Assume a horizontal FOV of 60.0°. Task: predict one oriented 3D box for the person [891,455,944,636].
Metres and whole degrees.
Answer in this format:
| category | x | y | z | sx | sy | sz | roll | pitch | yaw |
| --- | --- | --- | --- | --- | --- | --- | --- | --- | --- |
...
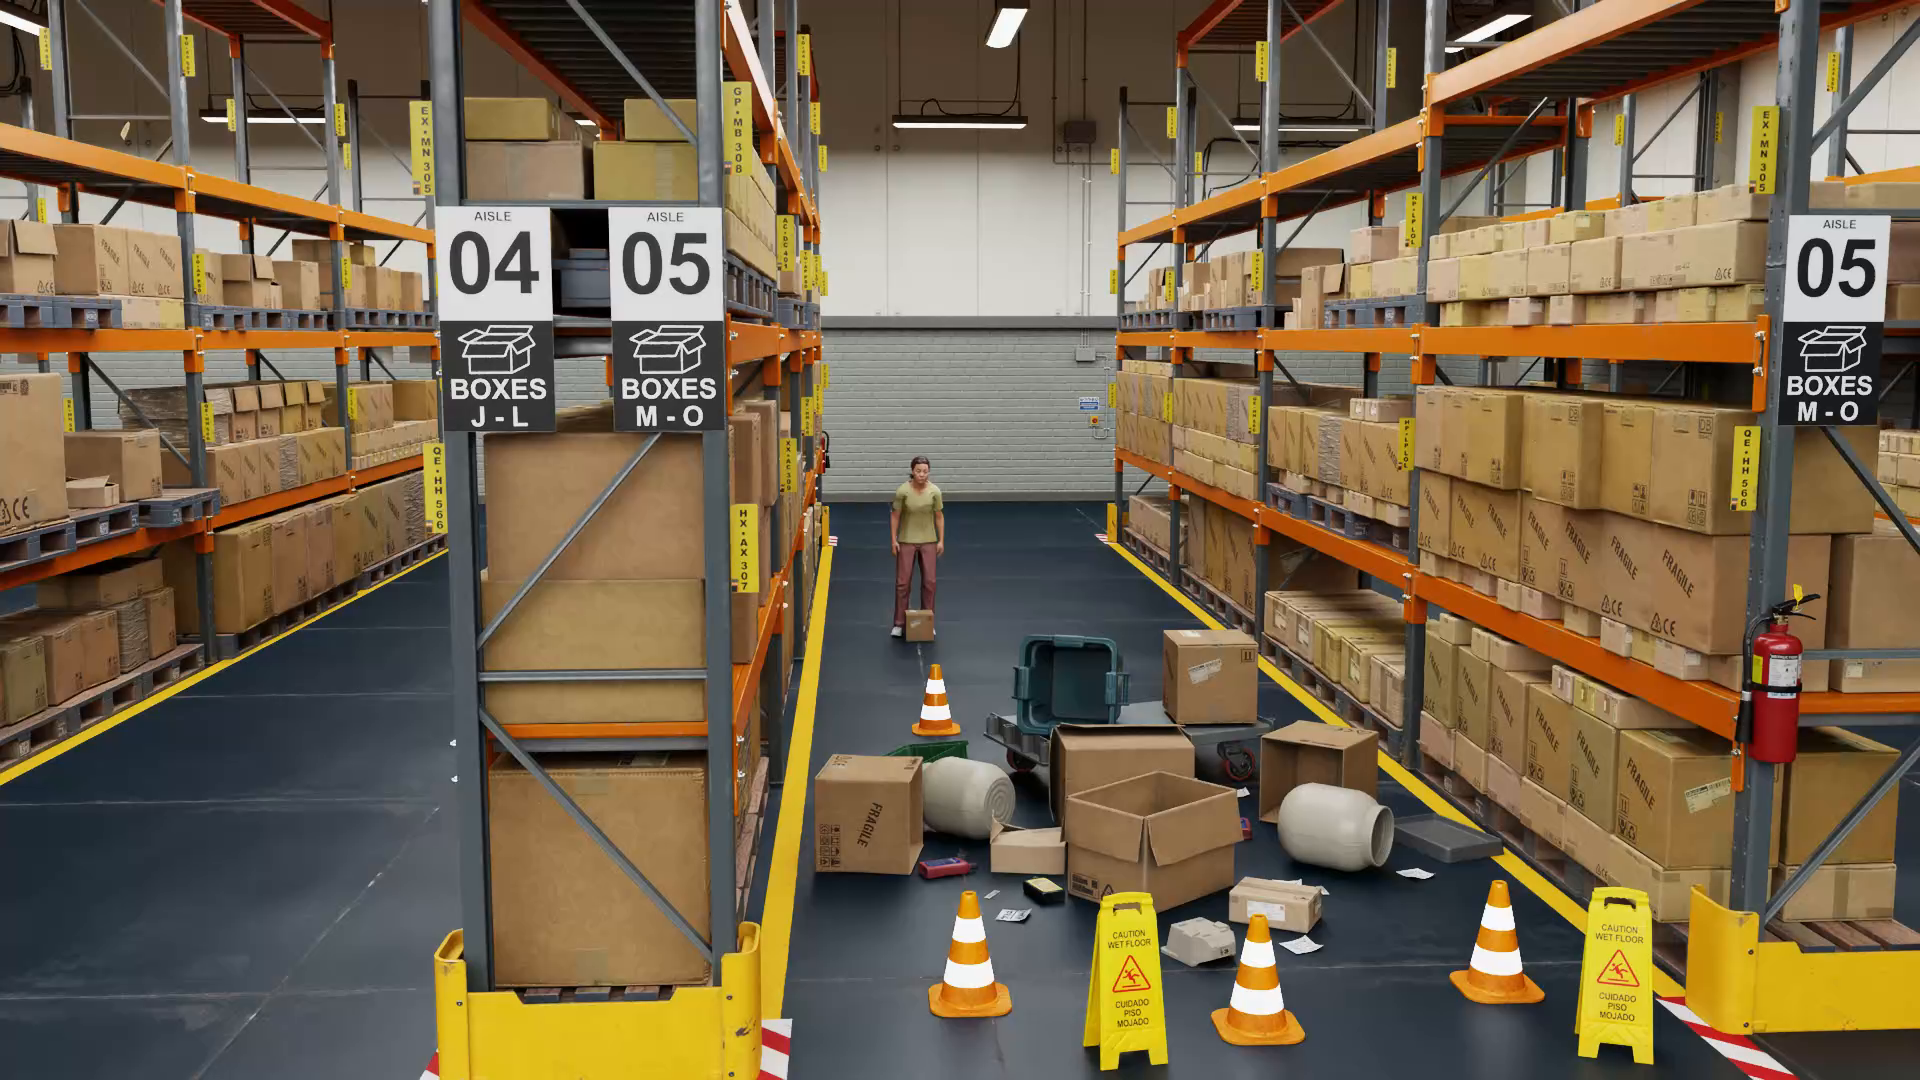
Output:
| category | x | y | z | sx | sy | sz | roll | pitch | yaw |
| --- | --- | --- | --- | --- | --- | --- | --- | --- | --- |
| person | -0.394 | 0.058 | 15.372 | 0.517 | 1.651 | 0.363 | -1 | 7 | -7 |
